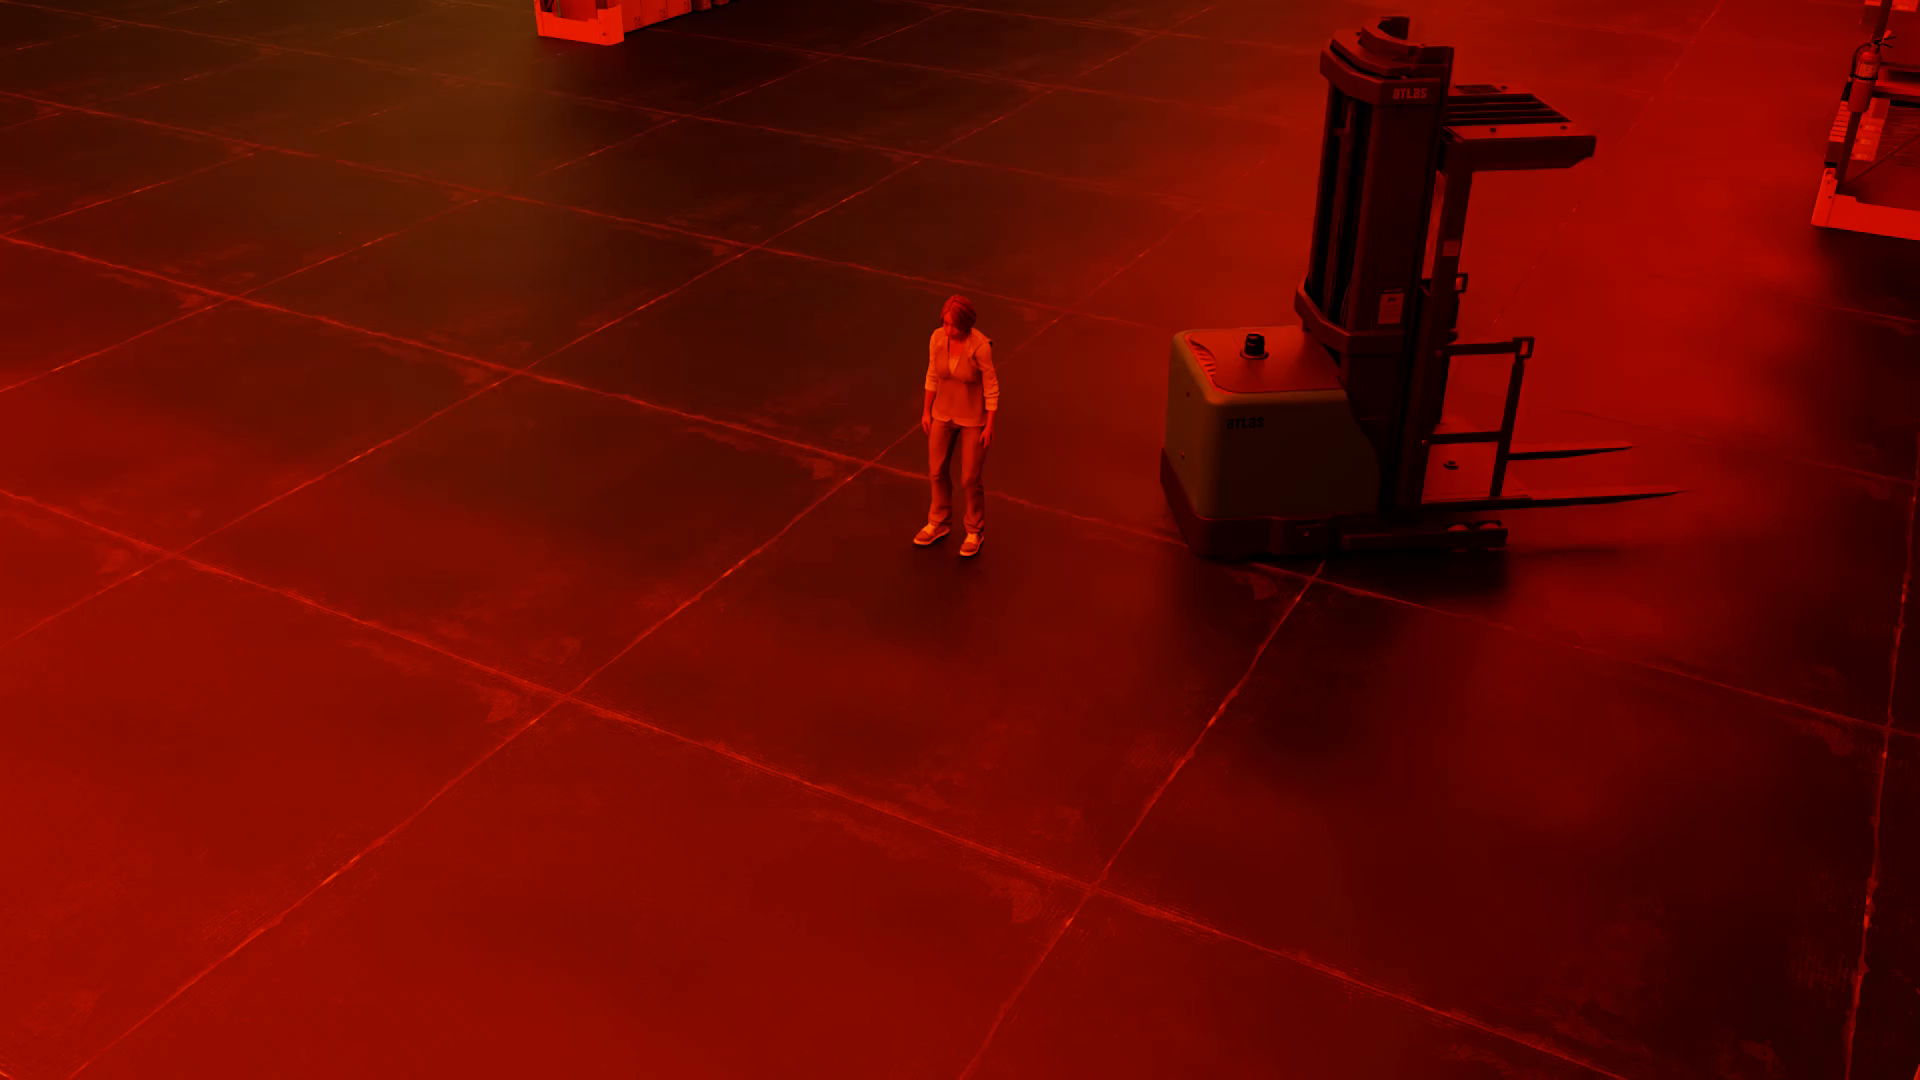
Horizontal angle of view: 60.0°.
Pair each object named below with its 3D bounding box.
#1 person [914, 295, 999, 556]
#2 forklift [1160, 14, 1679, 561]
[{"bbox_3d":[-0.005,-0.679,9.587,0.467,1.592,0.344,14,33,23],"label":"person"},{"bbox_3d":[2.816,-1.452,9.586,3.031,2.935,1.130,-3,30,-5],"label":"forklift"}]
